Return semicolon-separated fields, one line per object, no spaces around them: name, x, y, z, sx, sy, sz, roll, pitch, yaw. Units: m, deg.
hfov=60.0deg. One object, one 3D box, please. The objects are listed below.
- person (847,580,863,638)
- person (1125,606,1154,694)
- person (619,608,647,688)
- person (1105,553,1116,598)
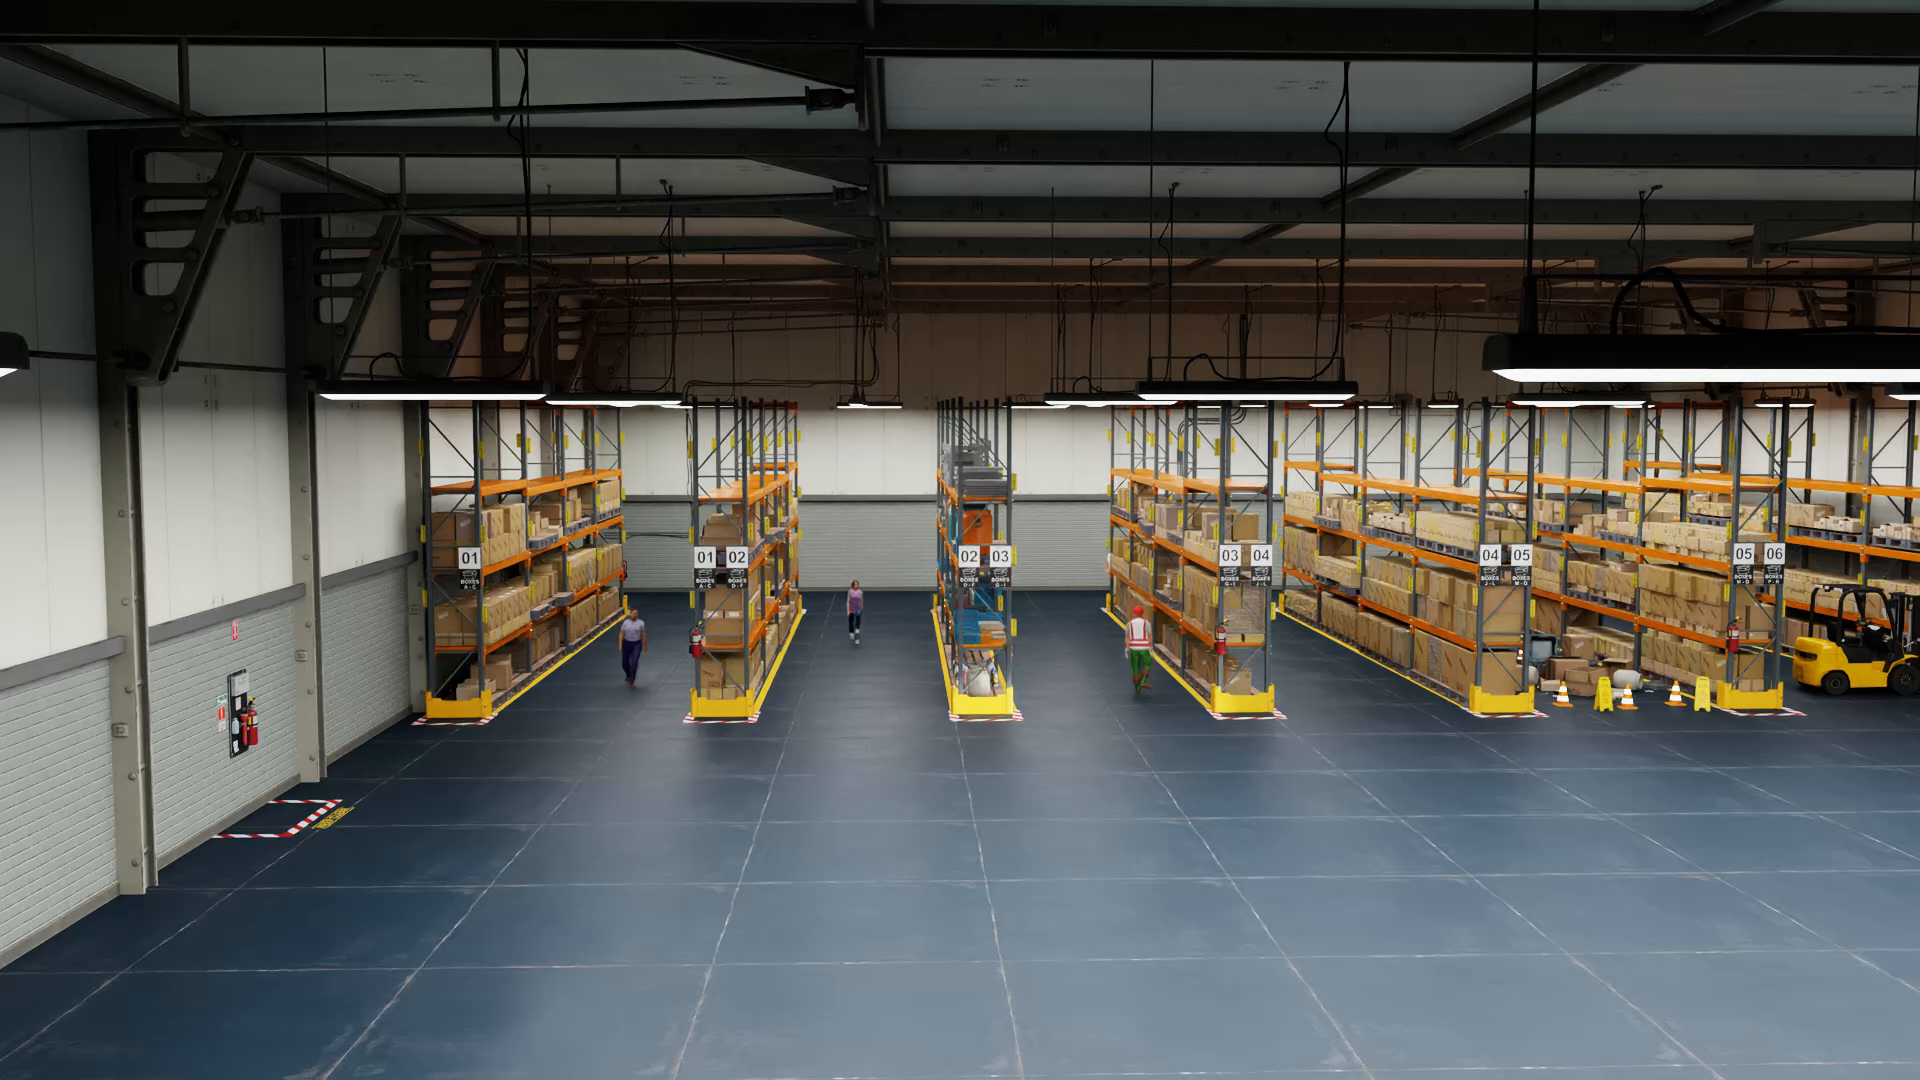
person;-2.593;1.725;41.115;0.412;1.497;0.918;0;4;-3
person;3.633;2.211;33.717;0.584;1.749;0.459;1;4;11
person;-6.847;2.242;34.796;0.559;1.639;0.790;0;4;-6
person;4.761;0.946;51.201;0.491;1.608;1.007;2;5;26
